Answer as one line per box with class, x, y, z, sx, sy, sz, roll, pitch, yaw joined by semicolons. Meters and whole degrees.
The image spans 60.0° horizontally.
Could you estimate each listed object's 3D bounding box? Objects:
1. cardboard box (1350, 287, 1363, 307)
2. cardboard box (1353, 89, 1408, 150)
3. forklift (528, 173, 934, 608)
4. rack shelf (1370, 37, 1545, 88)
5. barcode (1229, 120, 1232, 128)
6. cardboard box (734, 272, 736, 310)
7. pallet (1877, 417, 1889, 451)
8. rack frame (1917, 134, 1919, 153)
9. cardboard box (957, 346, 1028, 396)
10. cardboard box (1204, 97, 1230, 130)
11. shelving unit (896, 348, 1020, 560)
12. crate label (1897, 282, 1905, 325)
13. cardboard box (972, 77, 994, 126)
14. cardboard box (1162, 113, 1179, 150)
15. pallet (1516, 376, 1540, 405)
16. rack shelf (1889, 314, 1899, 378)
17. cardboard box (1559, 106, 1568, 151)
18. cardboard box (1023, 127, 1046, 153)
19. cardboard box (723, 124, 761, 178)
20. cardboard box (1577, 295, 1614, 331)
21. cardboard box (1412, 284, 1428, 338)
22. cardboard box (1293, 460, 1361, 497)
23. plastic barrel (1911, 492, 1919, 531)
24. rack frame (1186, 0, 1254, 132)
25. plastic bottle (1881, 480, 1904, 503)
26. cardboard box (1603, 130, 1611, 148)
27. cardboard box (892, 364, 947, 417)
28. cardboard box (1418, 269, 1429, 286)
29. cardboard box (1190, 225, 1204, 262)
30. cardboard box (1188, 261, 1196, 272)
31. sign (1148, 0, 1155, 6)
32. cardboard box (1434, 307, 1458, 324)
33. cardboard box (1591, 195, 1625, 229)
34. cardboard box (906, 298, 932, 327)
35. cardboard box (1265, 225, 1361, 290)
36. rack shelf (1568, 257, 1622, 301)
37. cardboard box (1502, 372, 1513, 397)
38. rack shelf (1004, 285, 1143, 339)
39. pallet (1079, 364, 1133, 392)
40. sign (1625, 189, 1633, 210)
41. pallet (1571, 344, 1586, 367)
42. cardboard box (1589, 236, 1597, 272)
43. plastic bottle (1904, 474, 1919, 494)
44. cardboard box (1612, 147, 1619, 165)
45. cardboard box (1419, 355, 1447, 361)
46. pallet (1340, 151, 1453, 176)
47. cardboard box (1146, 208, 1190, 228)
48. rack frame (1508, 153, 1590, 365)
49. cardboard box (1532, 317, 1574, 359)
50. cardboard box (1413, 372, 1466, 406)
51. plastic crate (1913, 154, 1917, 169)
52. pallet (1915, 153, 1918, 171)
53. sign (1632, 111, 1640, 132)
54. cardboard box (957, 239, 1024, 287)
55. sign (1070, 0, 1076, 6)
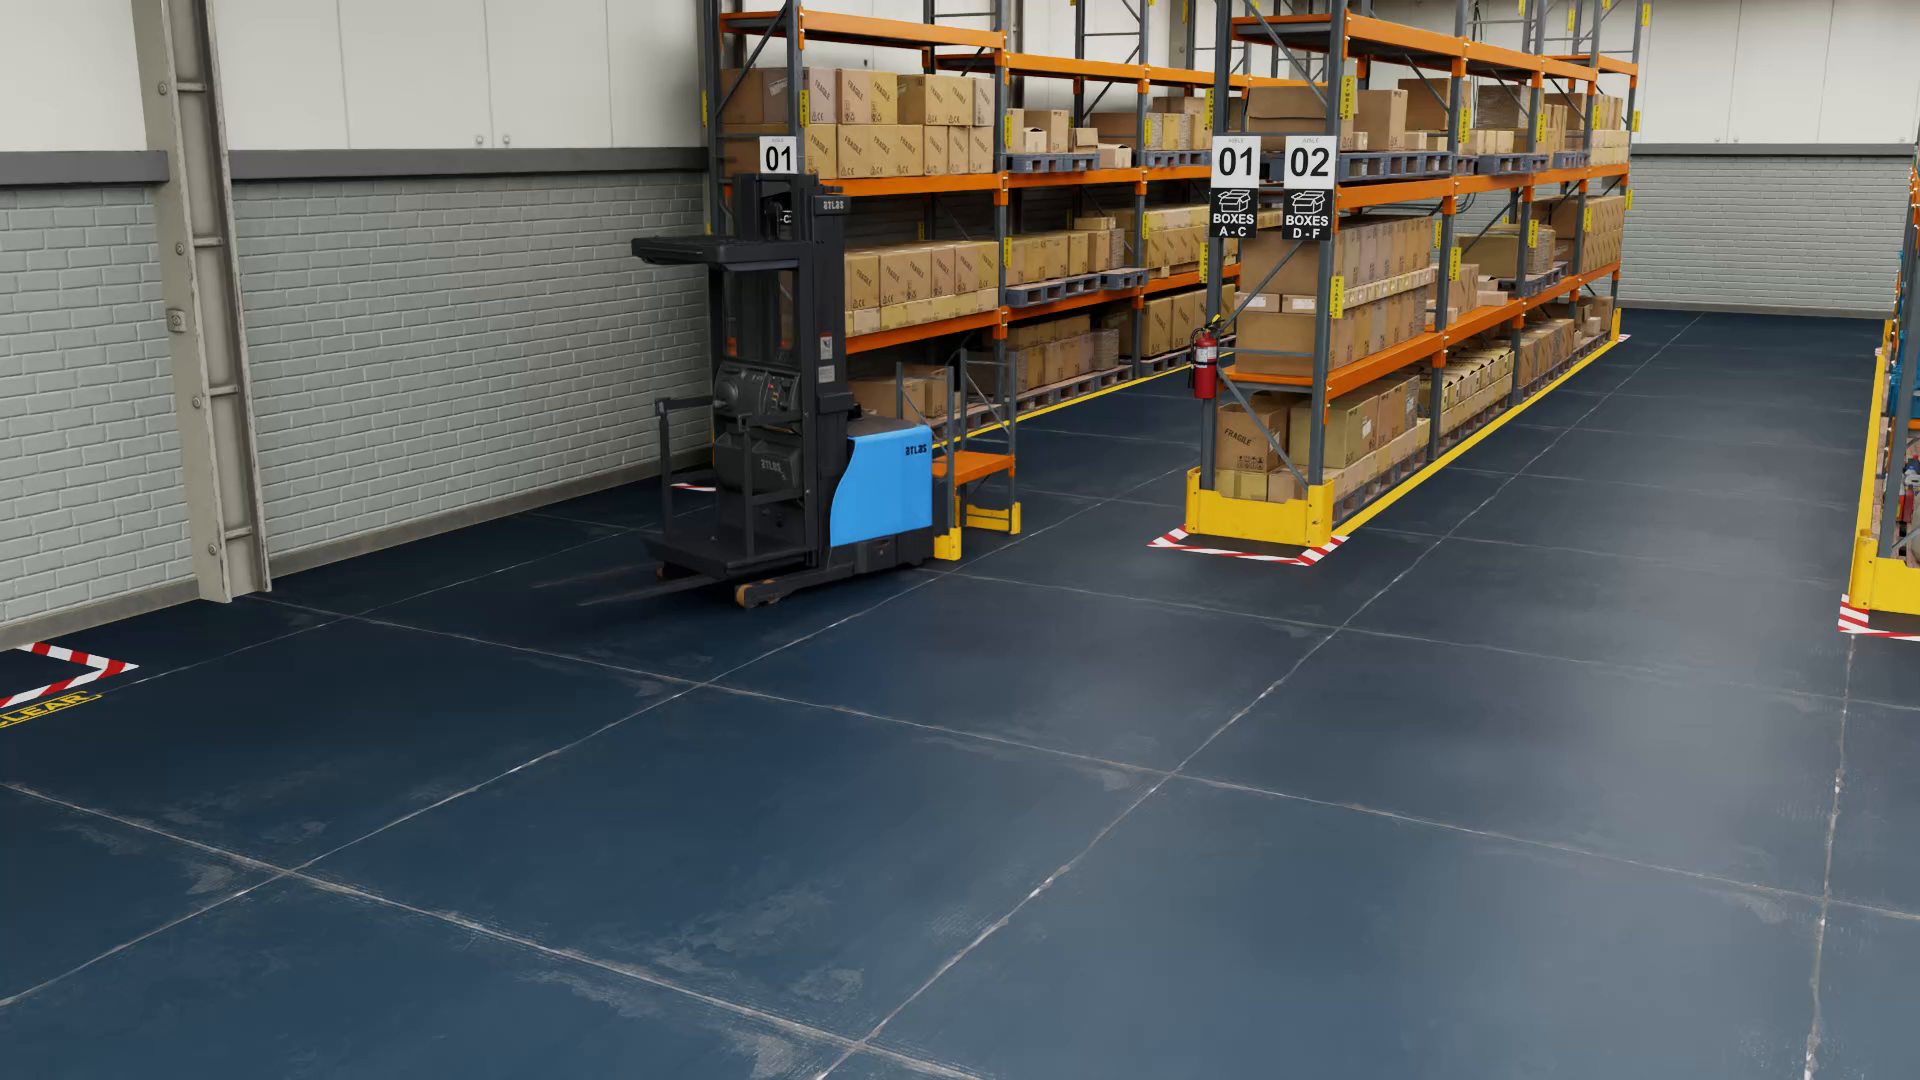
cardboard box;3.207;-2.077;14.151;0.380;0.149;0.250;7;15;27
cardboard box;3.500;-3.589;14.210;0.500;0.500;0.500;7;15;28
forklift;-1.610;-1.086;11.784;3.031;2.935;1.130;-13;18;-42
rack shelf;5.358;-5.103;17.889;1.077;0.370;4.000;7;15;28
barcode;2.181;-3.357;13.418;0.001;0.075;0.075;7;15;28
cardboard box;-1.839;-2.482;16.108;0.500;0.500;0.500;7;15;27
pallet;10.251;-1.069;17.517;1.003;0.211;1.213;7;15;28
rack frame;12.593;-6.316;20.532;1.000;3.000;0.127;7;15;28
cardboard box;0.394;-2.033;19.959;0.700;0.500;0.500;8;16;30
cardboard box;4.054;-6.695;26.113;0.500;0.500;0.500;7;15;28
shelving unit;-0.015;-0.717;13.308;0.587;1.500;1.083;8;15;29
crate label;9.942;-2.423;17.109;0.502;0.435;0.616;7;15;28
cardboard box;0.048;-4.750;18.047;0.500;0.500;0.500;6;15;23
cardboard box;2.660;-5.755;23.453;0.700;0.500;0.500;8;16;31
pallet;6.719;-1.934;21.107;1.003;0.211;1.213;7;15;28
rack shelf;9.693;-1.819;16.214;1.077;0.370;4.000;7;15;28
cardboard box;7.951;-5.626;22.748;0.600;0.600;0.600;6;15;23
cardboard box;0.685;-4.729;19.645;0.500;0.311;0.500;8;16;30
cardboard box;-1.900;-3.691;15.788;0.500;0.500;0.500;9;16;32
cardboard box;10.145;-3.642;26.634;0.500;0.500;0.500;7;15;28
cardboard box;4.182;-2.277;16.366;0.700;0.500;0.500;7;15;27
cardboard box;3.150;-0.555;14.407;0.500;0.250;0.500;7;15;28
plastic barrel;7.286;-0.179;12.288;0.421;0.512;0.421;0;14;0
rack frame;3.921;-7.439;25.188;1.000;3.000;0.127;7;15;28
plastic bottle;7.586;-0.402;13.514;0.144;0.351;0.185;8;16;30
cardboard box;9.203;-5.866;24.317;0.500;0.250;0.500;7;15;28
cardboard box;-0.414;-1.662;18.423;0.500;0.500;0.500;6;15;24
cardboard box;4.326;-2.554;16.129;0.380;0.149;0.250;7;15;27
cardboard box;3.193;-4.291;24.041;0.500;0.500;0.500;8;16;30
cardboard box;3.214;-4.000;24.217;0.380;0.149;0.250;8;16;30
sign;2.467;-7.051;21.419;0.100;0.325;0.005;7;15;28
cardboard box;4.999;-2.357;17.446;0.380;0.149;0.250;7;15;28
cardboard box;10.218;-5.195;26.334;0.500;0.500;0.500;7;15;28
cardboard box;-0.630;-2.377;17.269;0.500;0.250;0.500;8;15;29
cardboard box;2.970;-2.393;14.077;0.700;0.500;0.500;7;15;27
rack shelf;9.226;-4.022;25.353;1.077;0.370;4.000;7;15;28
cardboard box;6.284;-1.873;19.873;0.500;0.250;0.500;8;16;29
rack shelf;1.020;-2.942;20.870;1.077;0.370;4.000;7;15;28
pallet;1.608;-2.186;22.150;1.003;0.211;1.213;7;15;28
sign;10.669;-5.432;26.520;0.100;0.325;0.005;7;15;28
pallet;8.592;-2.747;24.477;1.003;0.211;1.213;7;15;28
cardboard box;8.988;-4.189;24.298;0.500;0.500;0.500;8;16;29
plastic bottle;7.817;-0.392;13.633;0.152;0.276;0.135;7;15;28
cardboard box;9.693;-5.827;25.224;0.500;0.250;0.500;7;15;28
cardboard box;5.320;-1.994;19.178;0.500;0.311;0.500;7;15;27
pallet;4.002;-3.558;15.679;1.003;0.211;1.213;7;15;28
cardboard box;2.929;-4.546;23.501;0.500;0.250;0.500;7;15;28
rack frame;8.259;-3.962;23.567;1.000;3.000;0.127;7;15;28
cardboard box;8.271;-2.827;23.253;0.500;0.500;0.500;7;15;28
cardboard box;5.056;-1.619;17.624;0.500;0.311;0.500;7;15;27
plastic crate;12.533;-4.876;21.411;0.450;0.188;0.662;7;15;28
pallet;12.300;-4.594;20.193;1.213;0.211;1.003;7;15;28
sign;10.669;-6.604;26.237;0.100;0.325;0.005;7;15;28
cardboard box;0.329;-3.244;19.437;0.700;0.500;0.500;7;15;28
sign;1.499;-7.211;21.914;0.100;0.325;0.005;7;15;28
